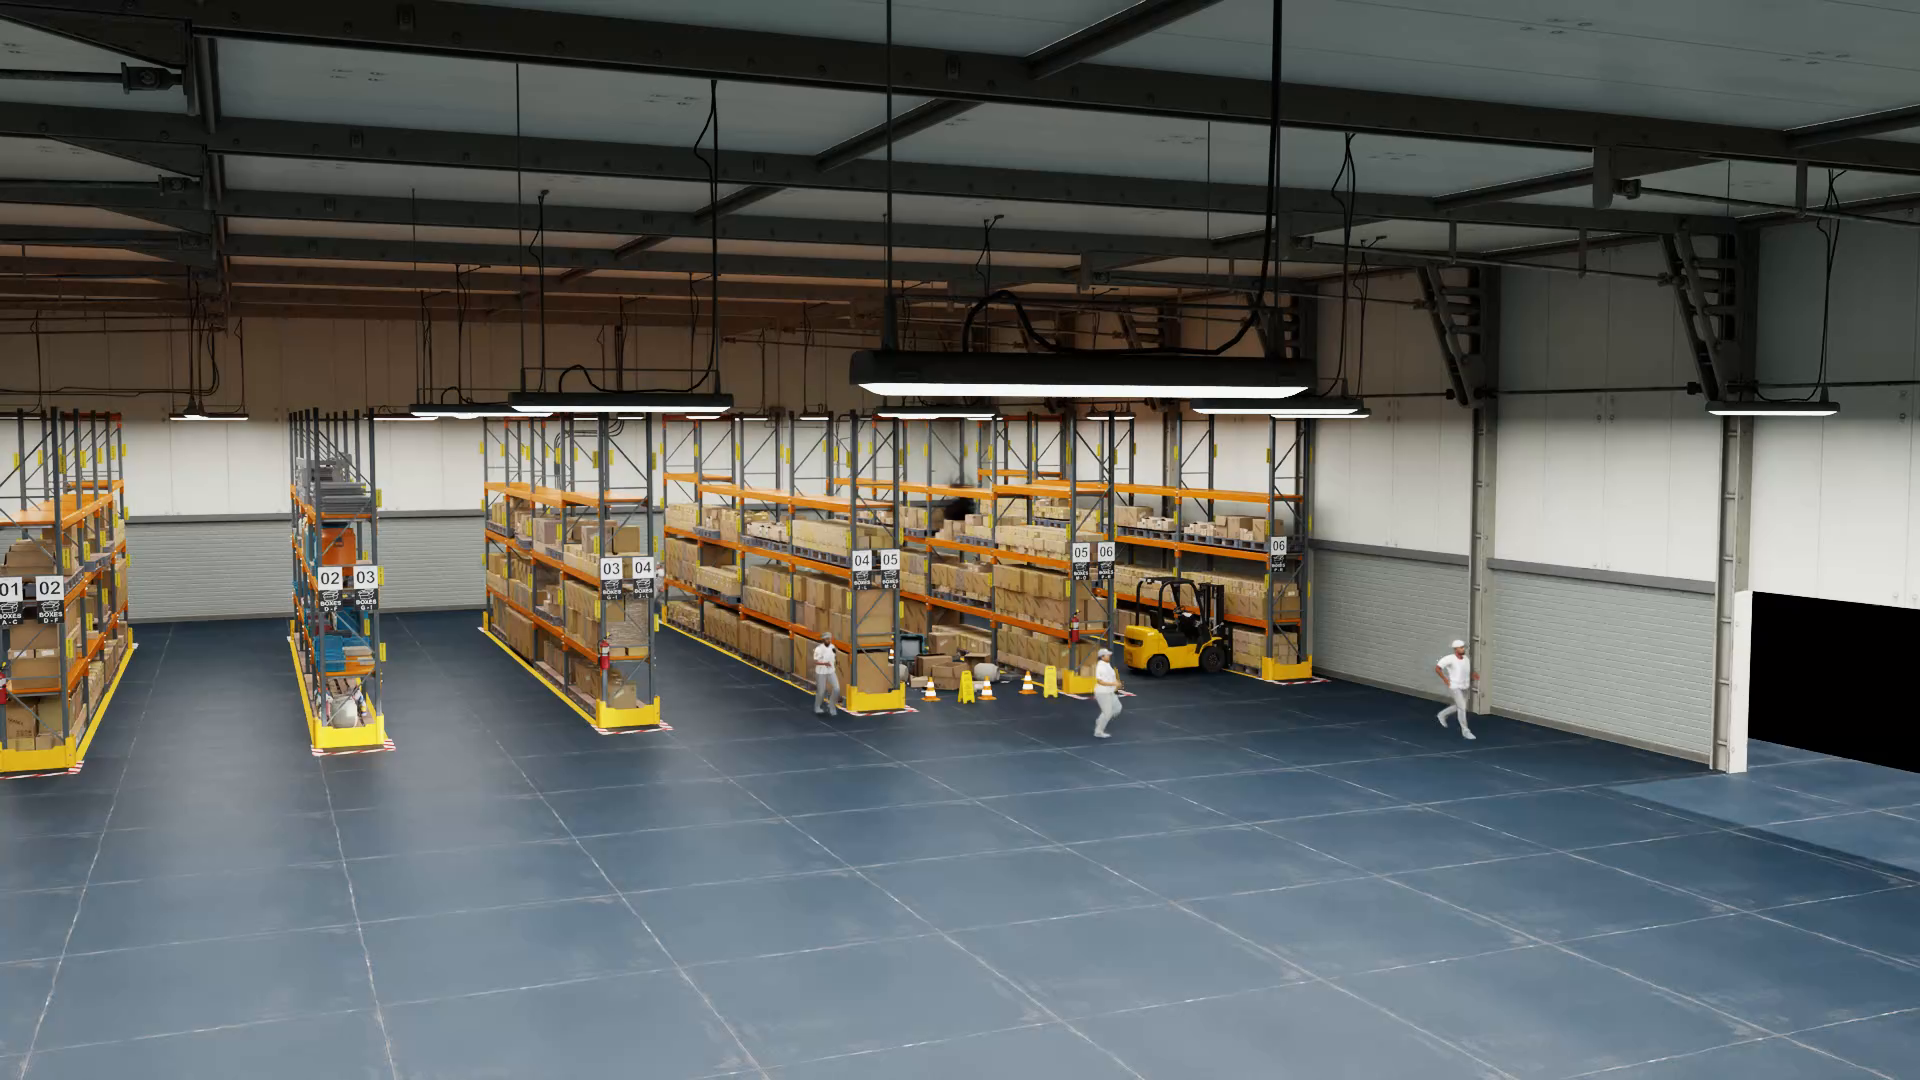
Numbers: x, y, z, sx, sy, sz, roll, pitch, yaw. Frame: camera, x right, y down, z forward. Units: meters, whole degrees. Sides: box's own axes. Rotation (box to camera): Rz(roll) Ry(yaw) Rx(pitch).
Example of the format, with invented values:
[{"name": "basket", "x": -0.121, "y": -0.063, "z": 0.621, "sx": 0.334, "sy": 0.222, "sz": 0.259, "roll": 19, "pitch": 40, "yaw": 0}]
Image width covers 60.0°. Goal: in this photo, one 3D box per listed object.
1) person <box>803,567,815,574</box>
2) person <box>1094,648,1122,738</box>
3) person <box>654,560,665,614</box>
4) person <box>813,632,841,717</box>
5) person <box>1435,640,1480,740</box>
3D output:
[{"name": "person", "x": -4.635, "y": 1.294, "z": 51.049, "sx": 0.686, "sy": 1.711, "sz": 0.730, "roll": -1, "pitch": 4, "yaw": -14}, {"name": "person", "x": 2.704, "y": 2.783, "z": 30.286, "sx": 0.540, "sy": 1.623, "sz": 0.595, "roll": 1, "pitch": 4, "yaw": 20}, {"name": "person", "x": -9.000, "y": 1.452, "z": 49.136, "sx": 0.852, "sy": 1.752, "sz": 0.809, "roll": -1, "pitch": 4, "yaw": -10}, {"name": "person", "x": -2.615, "y": 2.613, "z": 32.516, "sx": 0.588, "sy": 1.684, "sz": 0.771, "roll": -2, "pitch": 5, "yaw": -31}, {"name": "person", "x": 9.102, "y": 2.707, "z": 30.438, "sx": 0.700, "sy": 1.773, "sz": 0.968, "roll": -3, "pitch": 5, "yaw": -33}]
